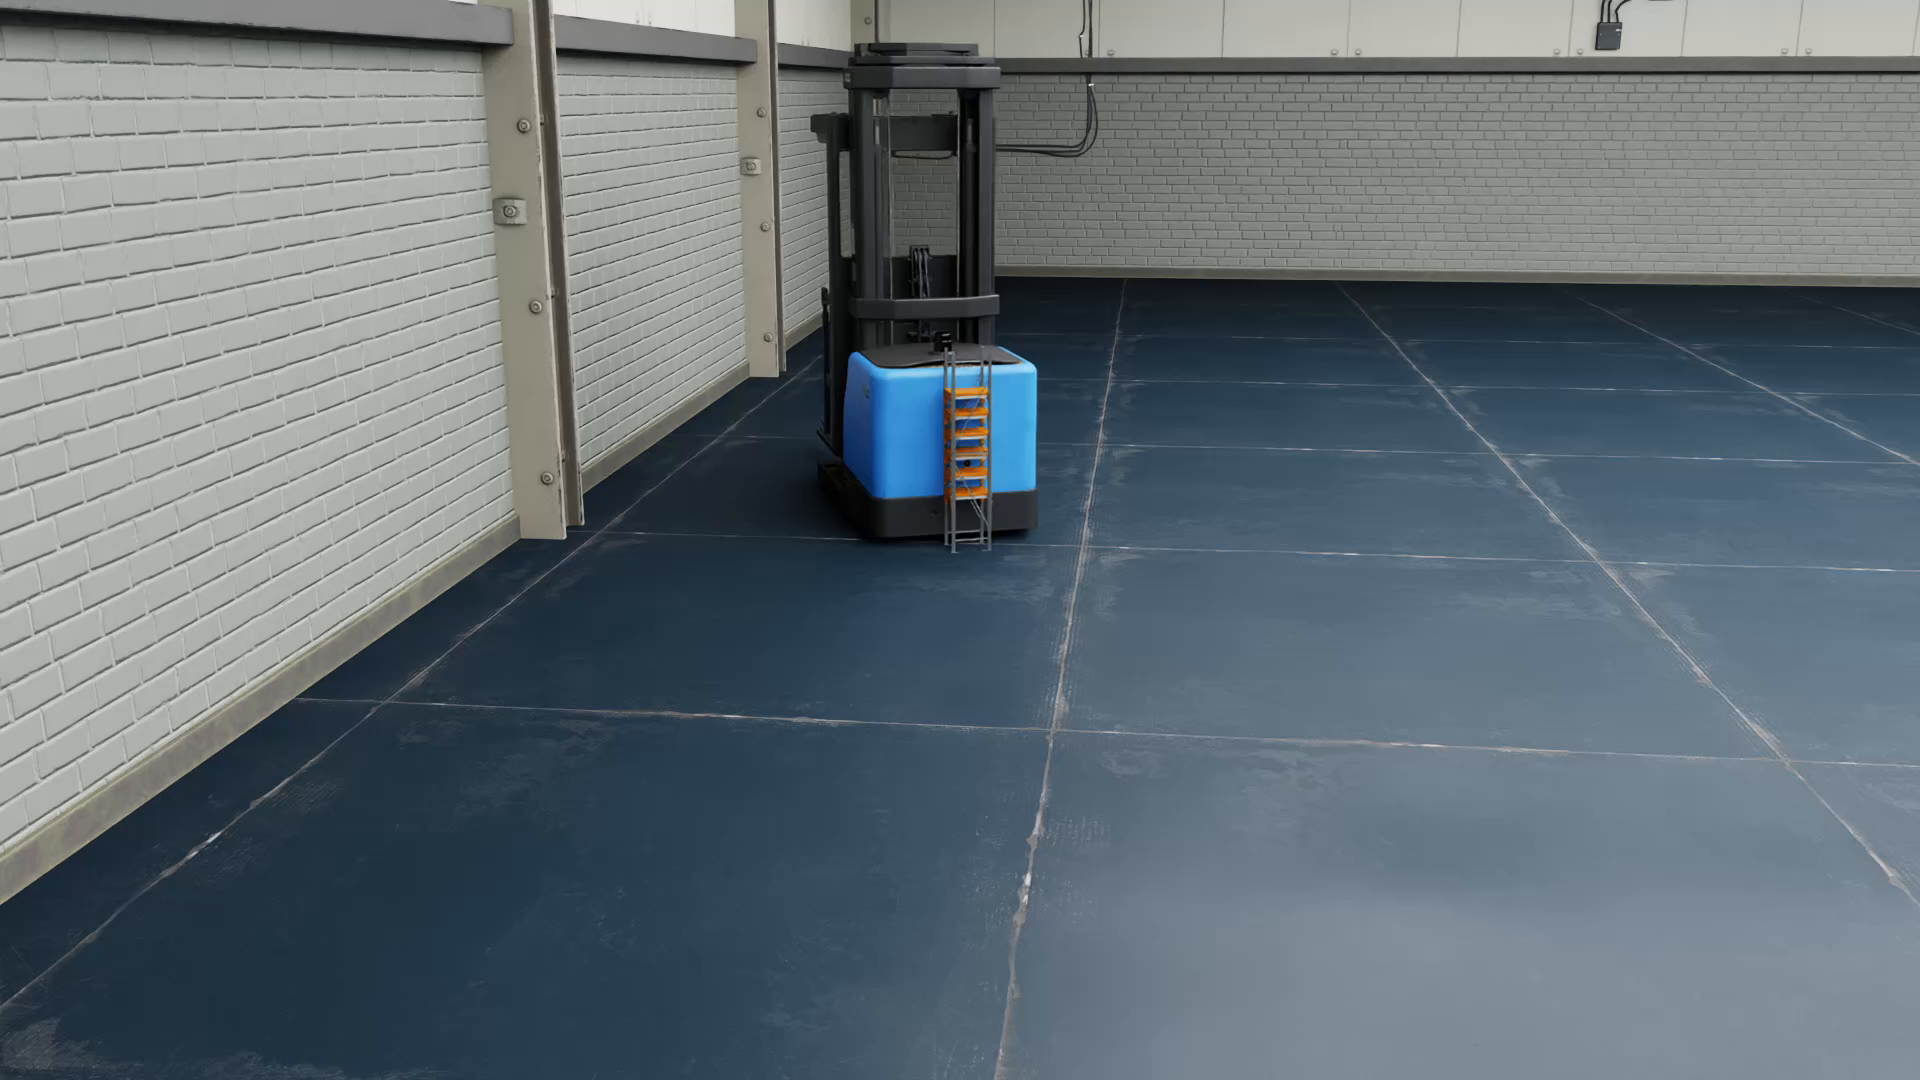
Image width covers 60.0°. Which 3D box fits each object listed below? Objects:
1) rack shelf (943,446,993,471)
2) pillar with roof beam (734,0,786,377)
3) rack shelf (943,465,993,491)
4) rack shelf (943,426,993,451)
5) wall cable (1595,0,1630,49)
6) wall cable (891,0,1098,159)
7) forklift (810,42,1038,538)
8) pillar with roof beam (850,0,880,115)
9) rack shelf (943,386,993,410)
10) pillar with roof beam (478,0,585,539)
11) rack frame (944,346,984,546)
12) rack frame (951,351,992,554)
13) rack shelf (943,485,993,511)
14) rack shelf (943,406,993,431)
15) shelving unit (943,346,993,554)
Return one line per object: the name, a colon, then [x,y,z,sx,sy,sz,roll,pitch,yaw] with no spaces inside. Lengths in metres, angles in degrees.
rack shelf: [0.046,-0.484,9.822,0.258,0.103,0.180,-4,16,-13]
pillar with roof beam: [2.398,-5.833,14.493,9.100,9.000,0.400,2,15,6]
rack shelf: [0.046,-0.368,9.853,0.258,0.103,0.180,-4,16,-13]
rack shelf: [0.046,-0.599,9.791,0.258,0.103,0.180,-4,16,-13]
wall cable: [9.875,-9.599,21.905,2.305,6.003,0.169,2,15,6]
wall cable: [0.444,-6.742,23.804,3.097,2.526,0.112,2,15,6]
forklift: [-0.371,-1.769,11.088,1.130,2.935,3.031,-4,16,-13]
pillar with roof beam: [3.075,-7.389,20.248,9.100,9.000,0.400,2,15,6]
rack shelf: [0.046,-0.831,9.728,0.258,0.103,0.180,-4,16,-13]
pillar with roof beam: [1.721,-4.277,8.738,9.100,9.000,0.400,2,15,6]
rack frame: [0.024,-0.550,9.896,0.240,1.200,0.006,-4,16,-13]
rack frame: [0.068,-0.503,9.725,0.240,1.200,0.006,-4,16,-13]
rack shelf: [0.046,-0.252,9.885,0.258,0.103,0.180,-4,16,-13]
rack shelf: [0.046,-0.715,9.759,0.258,0.103,0.180,-4,16,-13]
shelving unit: [0.046,-0.526,9.810,0.258,1.200,0.189,-4,16,-13]
